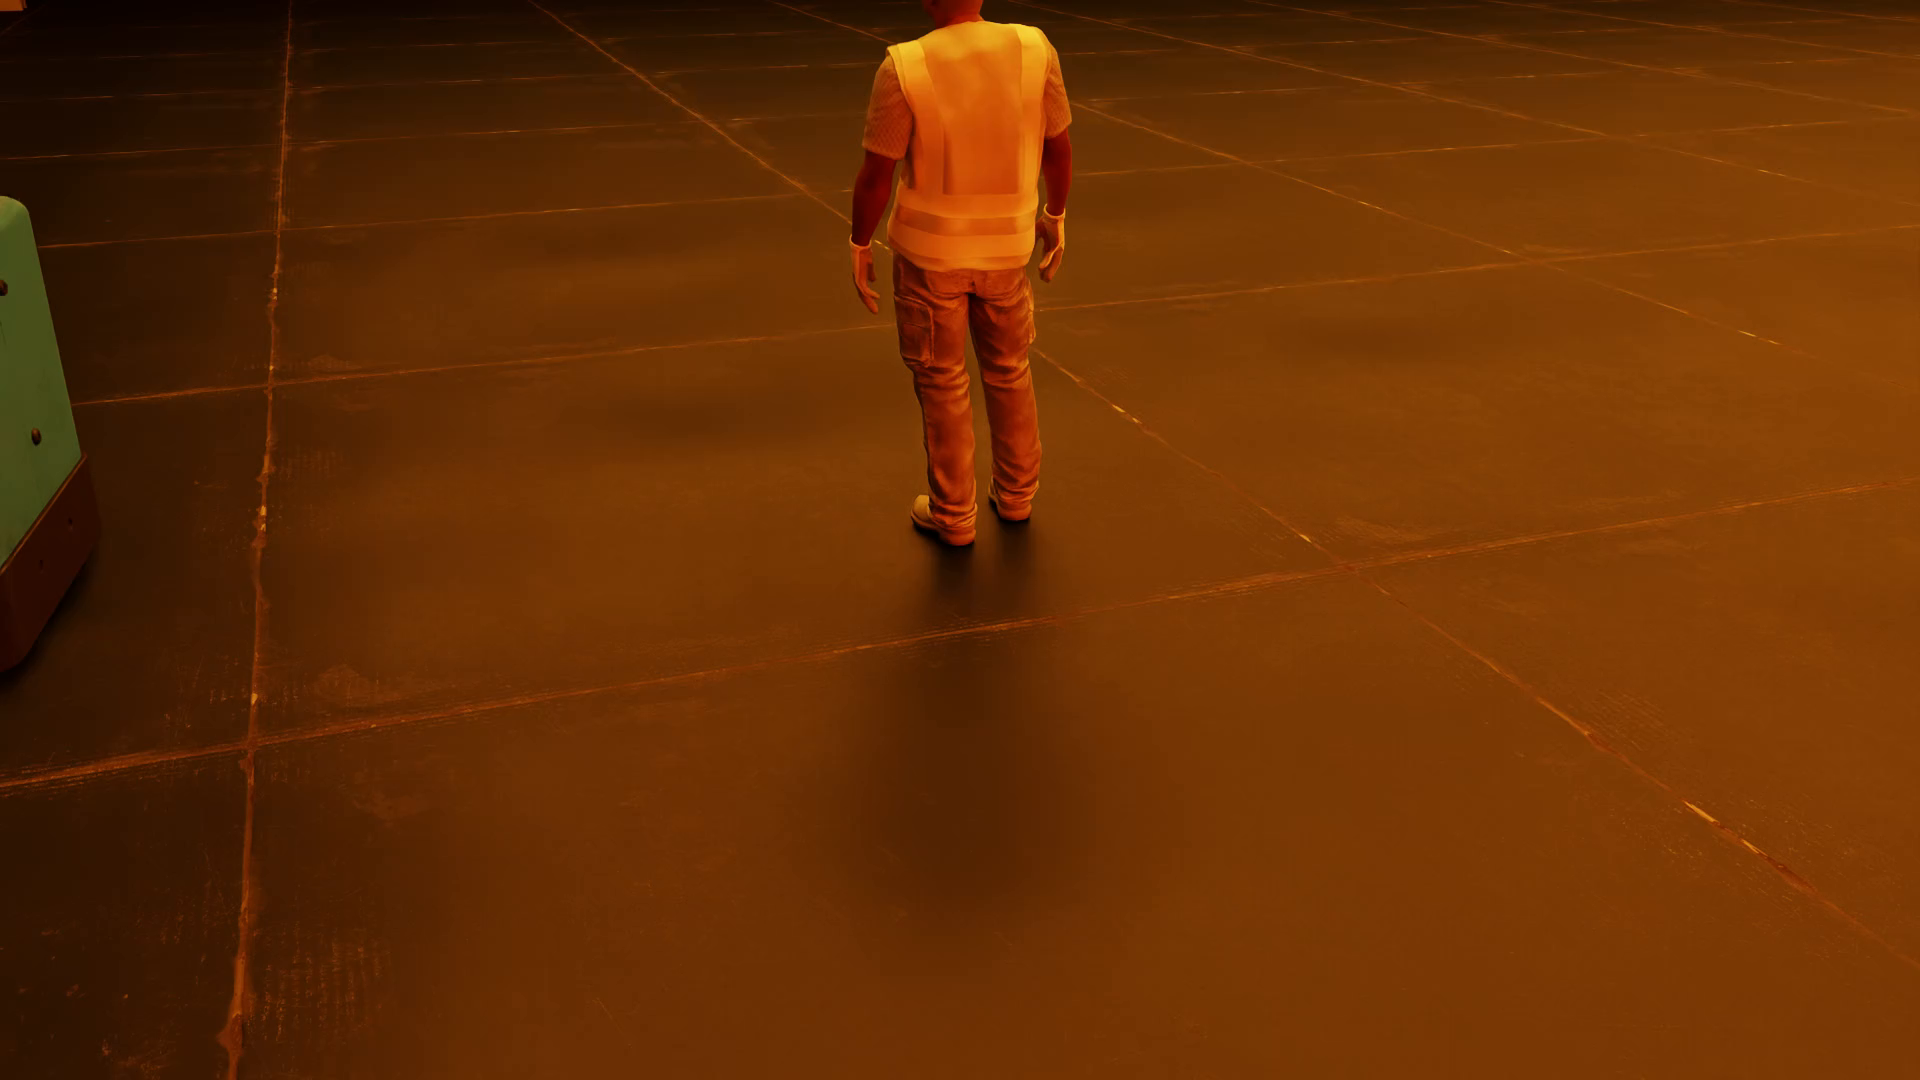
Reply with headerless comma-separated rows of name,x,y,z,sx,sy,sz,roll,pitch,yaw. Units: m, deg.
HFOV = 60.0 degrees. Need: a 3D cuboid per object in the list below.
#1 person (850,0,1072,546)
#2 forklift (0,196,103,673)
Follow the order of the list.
person,-0.018,-0.856,4.796,0.656,1.784,0.575,-8,24,-18
forklift,-3.926,-1.011,3.703,3.031,2.935,1.130,-5,23,-12
